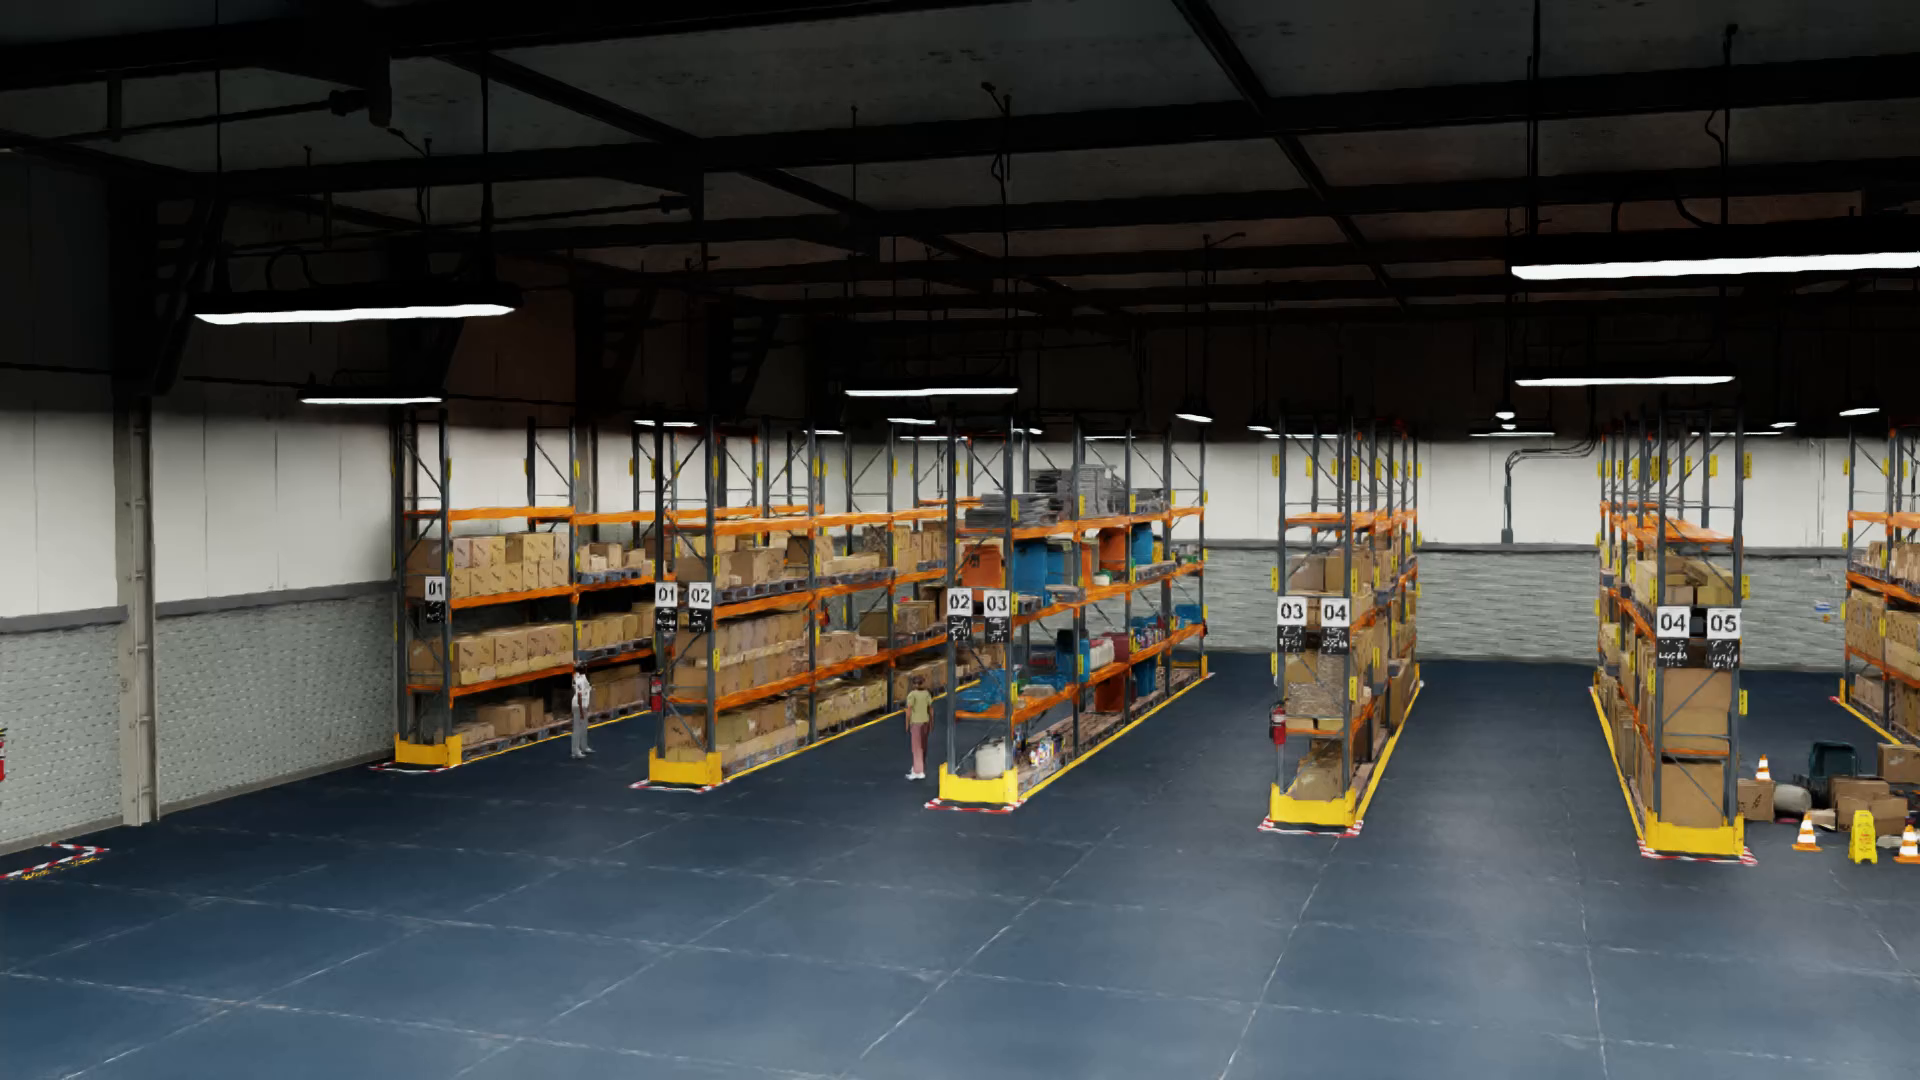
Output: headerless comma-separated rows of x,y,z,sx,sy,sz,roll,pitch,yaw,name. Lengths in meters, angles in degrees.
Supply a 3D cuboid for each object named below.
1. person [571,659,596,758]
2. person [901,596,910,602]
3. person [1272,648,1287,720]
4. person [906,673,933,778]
-6.556,2.913,28.915,0.422,1.677,0.502,0,2,-10,person
-1.343,2.303,41.642,0.462,1.794,0.625,0,2,1,person
6.357,2.683,32.880,0.608,1.787,0.489,-2,3,-42,person
-0.690,2.991,27.005,0.560,1.668,0.569,-2,3,-40,person
